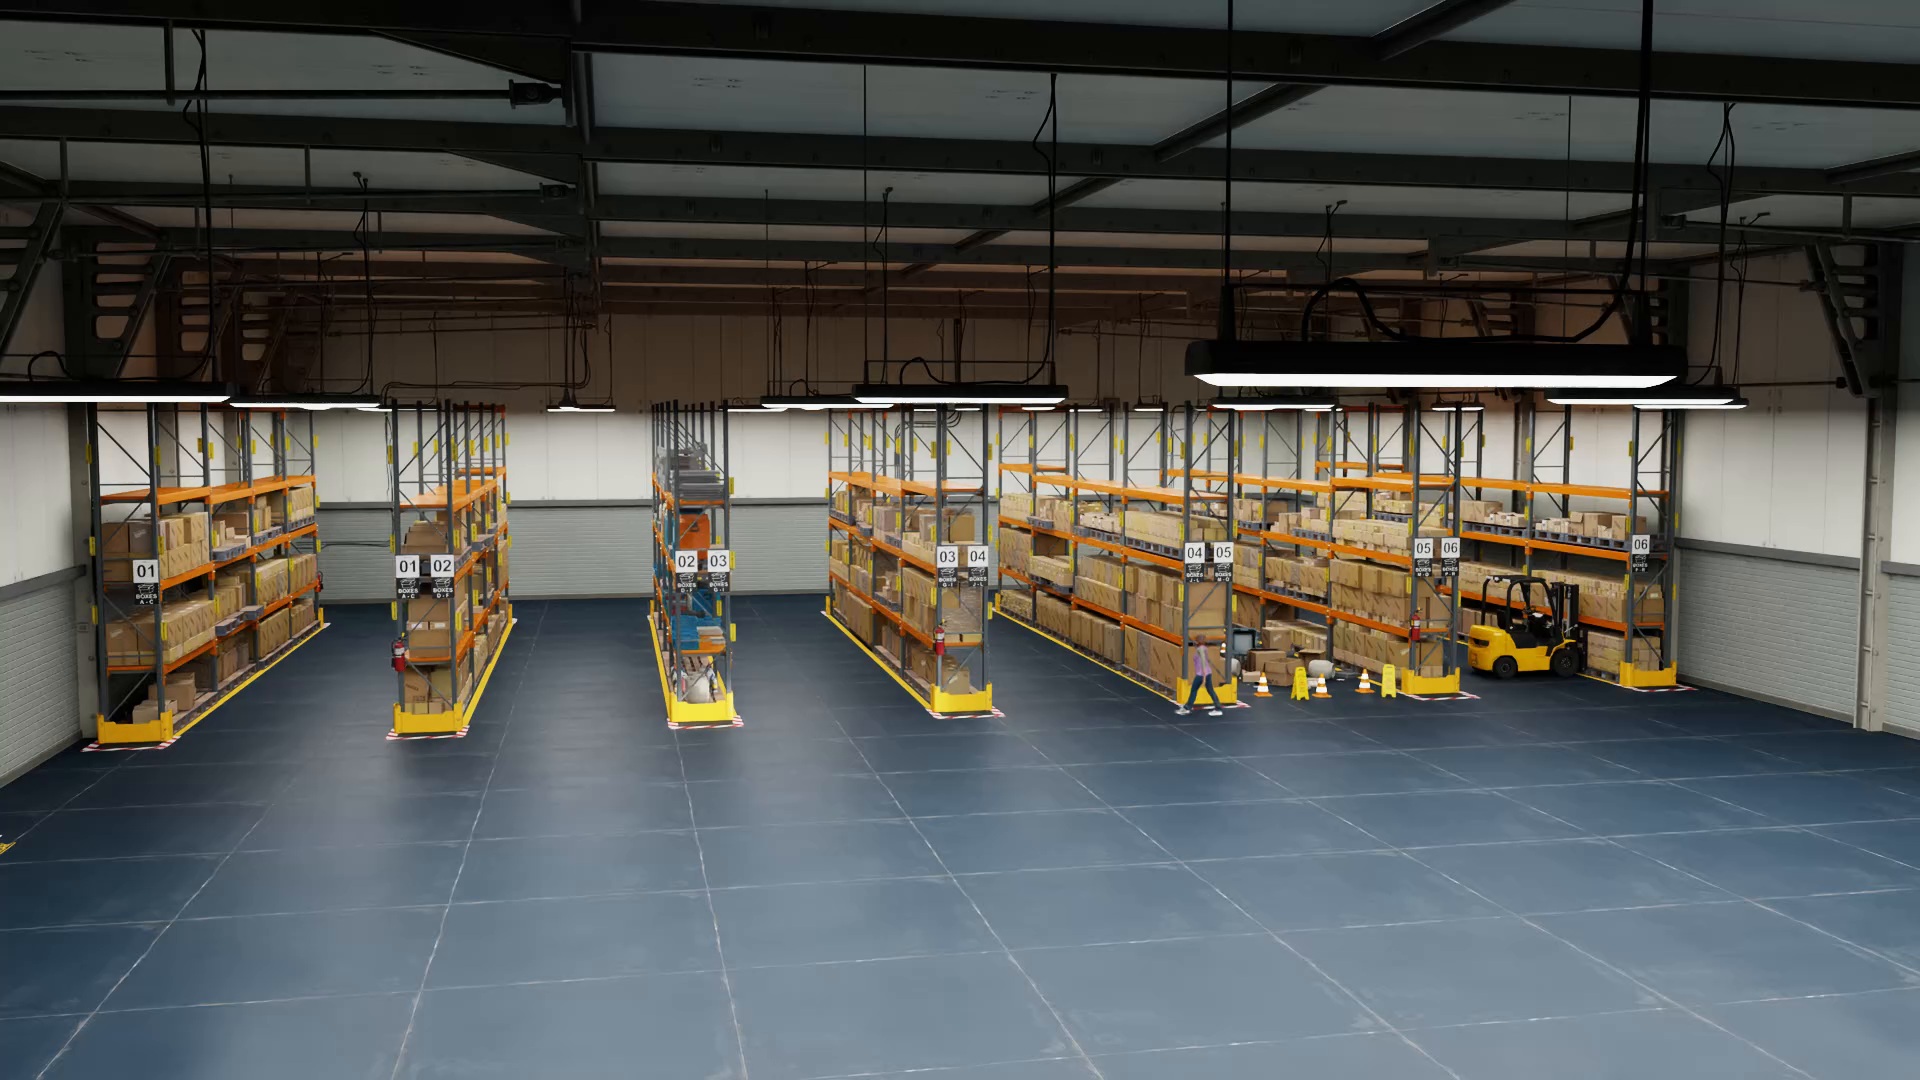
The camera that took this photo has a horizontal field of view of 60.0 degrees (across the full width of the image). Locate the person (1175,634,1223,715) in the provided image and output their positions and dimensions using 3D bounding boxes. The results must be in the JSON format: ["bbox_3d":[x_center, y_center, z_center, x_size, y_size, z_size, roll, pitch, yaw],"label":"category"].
[{"bbox_3d":[4.575,2.545,31.613,0.903,1.539,0.439,2,5,27],"label":"person"}]

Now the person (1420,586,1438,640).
[{"bbox_3d":[10.919,1.944,38.511,0.632,1.808,0.468,-3,5,-37],"label":"person"}]

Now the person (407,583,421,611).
[{"bbox_3d":[-15.381,1.227,47.936,1.120,1.712,0.504,-1,4,-8],"label":"person"}]

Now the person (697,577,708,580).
[{"bbox_3d":[-7.730,1.136,49.910,0.485,1.604,1.072,-2,5,-20],"label":"person"}]

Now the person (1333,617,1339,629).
[{"bbox_3d":[9.594,1.714,42.708,0.458,1.595,0.466,-1,4,-14],"label":"person"}]
